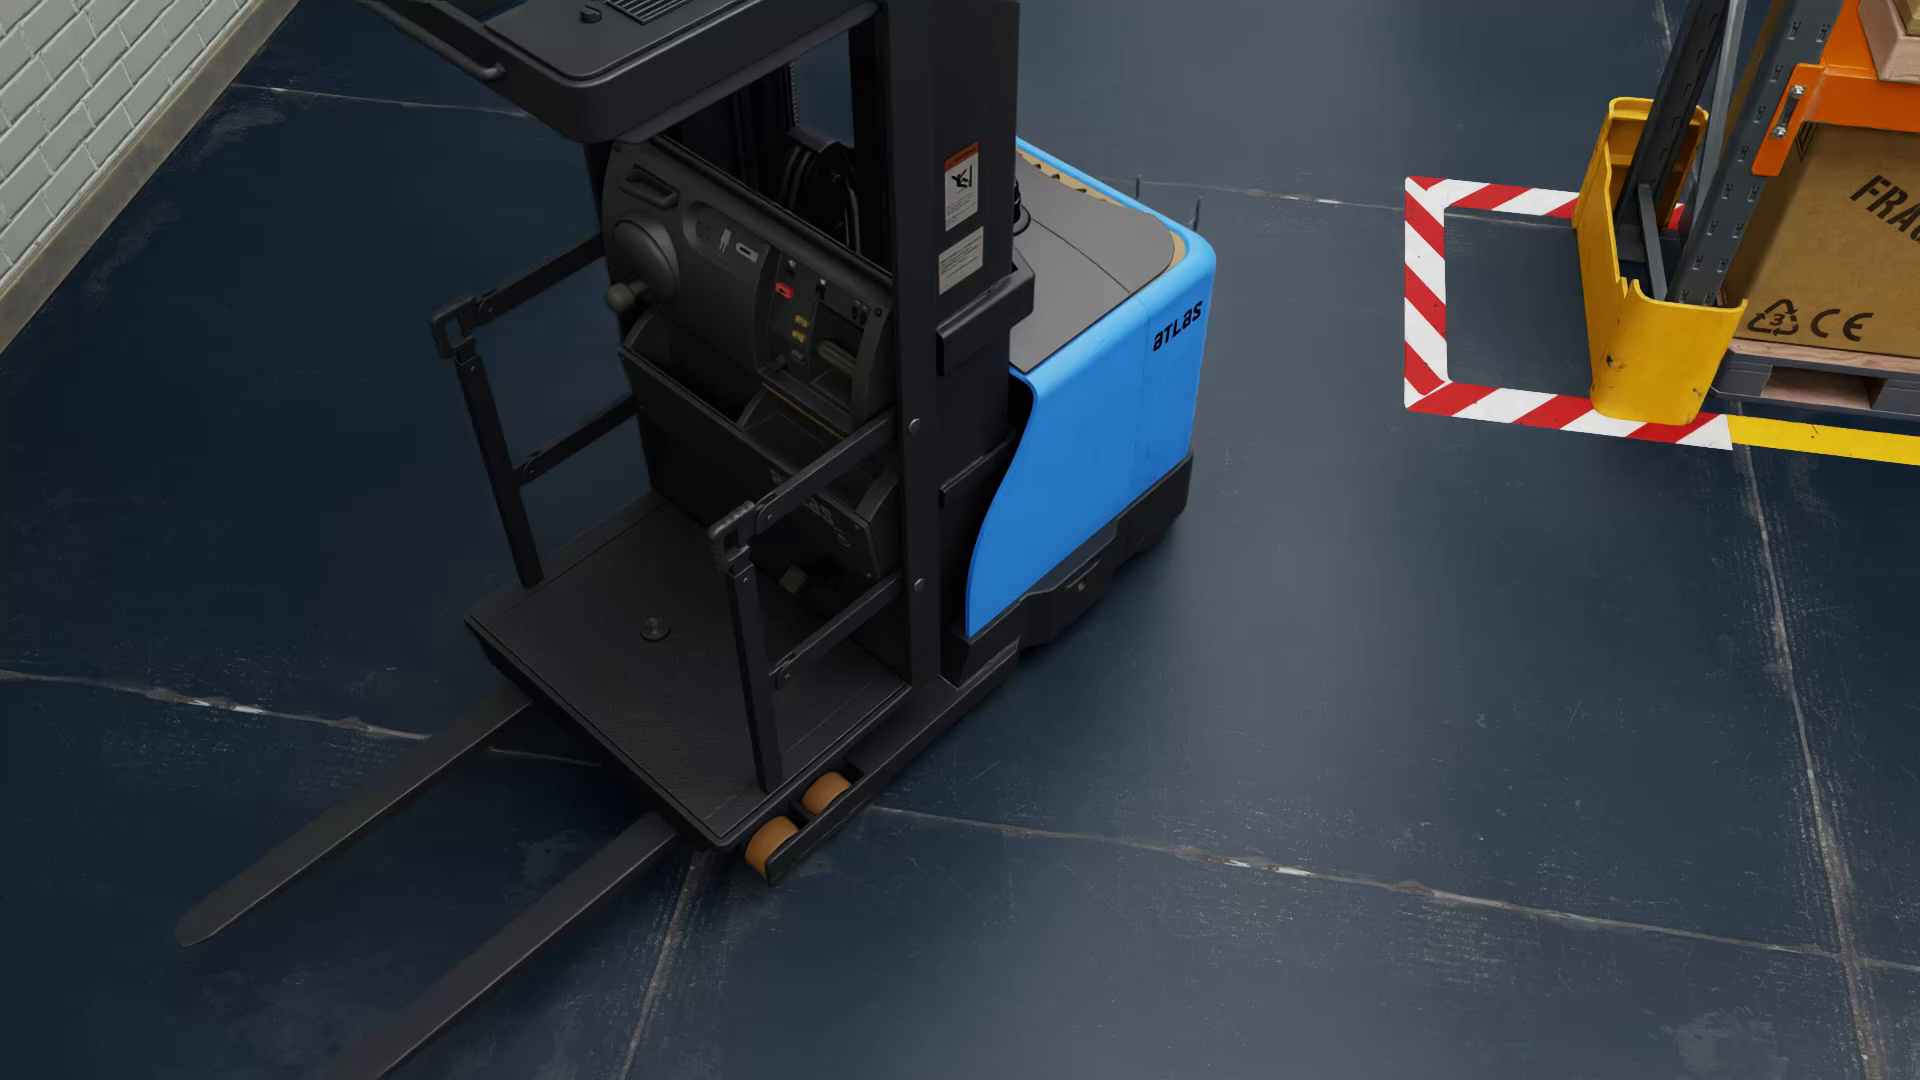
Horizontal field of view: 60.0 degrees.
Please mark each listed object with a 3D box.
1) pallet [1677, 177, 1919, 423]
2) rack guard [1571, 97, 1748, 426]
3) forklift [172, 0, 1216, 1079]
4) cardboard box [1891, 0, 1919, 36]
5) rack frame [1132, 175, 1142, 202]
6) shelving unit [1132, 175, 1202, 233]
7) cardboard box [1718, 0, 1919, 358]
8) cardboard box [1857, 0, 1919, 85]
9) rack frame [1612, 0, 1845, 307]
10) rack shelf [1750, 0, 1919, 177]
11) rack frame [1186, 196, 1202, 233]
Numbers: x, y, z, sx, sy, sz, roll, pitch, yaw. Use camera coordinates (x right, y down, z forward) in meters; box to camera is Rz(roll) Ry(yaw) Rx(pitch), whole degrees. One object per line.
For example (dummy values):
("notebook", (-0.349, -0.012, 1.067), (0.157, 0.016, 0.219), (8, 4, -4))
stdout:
("pallet", (3.238, -0.845, 5.867), (1.213, 0.211, 1.003), (8, 49, 7))
("rack guard", (2.414, -0.993, 5.806), (0.348, 0.500, 1.175), (8, 49, 7))
("forklift", (-0.657, -0.515, 3.742), (1.130, 2.935, 3.031), (35, 57, 27))
("cardboard box", (2.862, -1.614, 4.584), (0.500, 0.250, 0.500), (7, 48, 6))
("rack frame", (0.484, -0.728, 5.300), (0.006, 0.900, 0.240), (25, 53, 21))
("shelving unit", (0.570, -0.688, 5.263), (0.210, 0.900, 0.258), (25, 53, 21))
("cardboard box", (3.082, -1.230, 5.484), (0.875, 0.875, 0.875), (8, 49, 7))
("cardboard box", (2.728, -1.453, 4.708), (0.250, 0.149, 0.380), (8, 49, 7))
("rack frame", (2.438, -1.826, 4.874), (0.127, 3.000, 1.000), (8, 49, 7))
("rack shelf", (4.406, -1.320, 4.904), (4.000, 0.370, 1.077), (8, 49, 7))
("rack frame", (0.656, -0.648, 5.227), (0.006, 0.900, 0.240), (25, 53, 21))
